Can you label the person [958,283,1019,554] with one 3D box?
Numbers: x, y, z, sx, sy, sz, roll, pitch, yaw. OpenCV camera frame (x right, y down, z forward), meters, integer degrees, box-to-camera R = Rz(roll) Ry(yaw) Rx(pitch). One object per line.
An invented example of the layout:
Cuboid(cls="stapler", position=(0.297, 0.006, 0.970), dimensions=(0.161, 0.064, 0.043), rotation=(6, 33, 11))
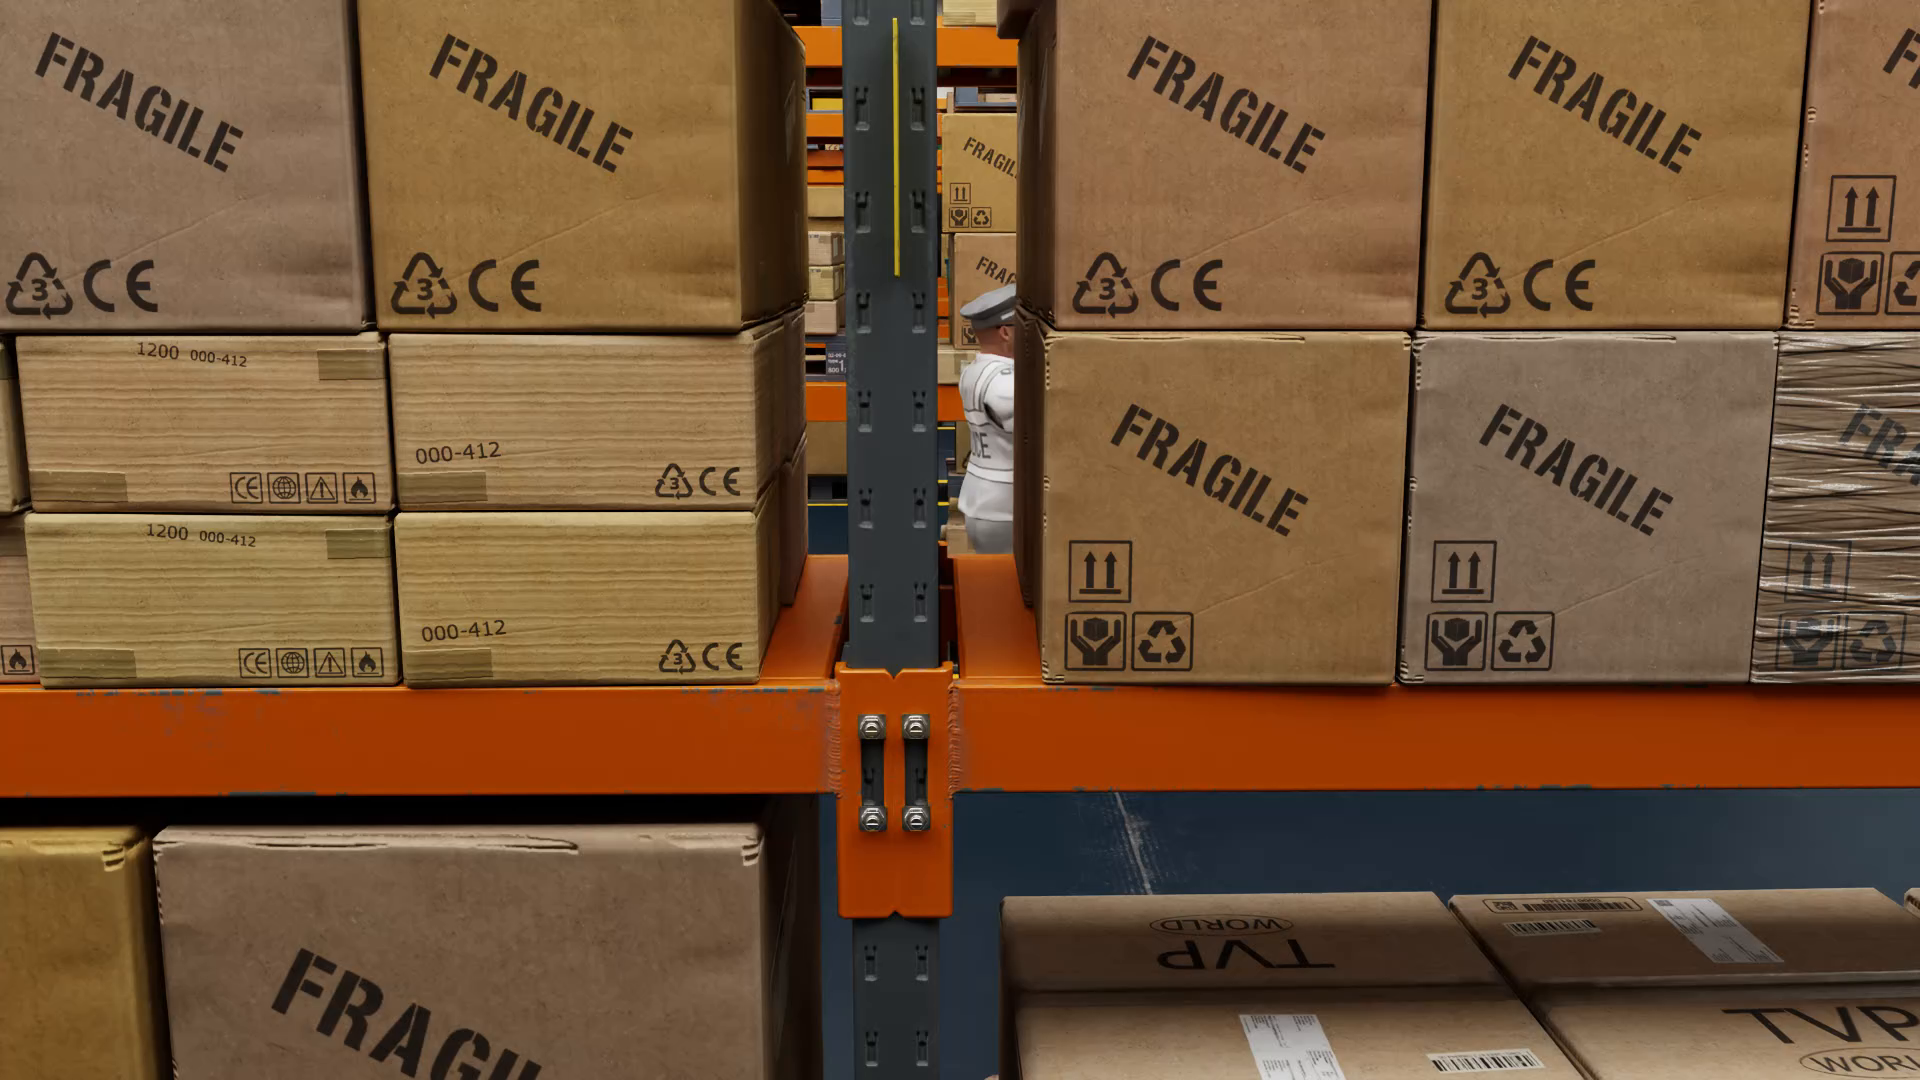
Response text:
Cuboid(cls="person", position=(0.282, -0.088, 6.339), dimensions=(0.564, 1.767, 0.494), rotation=(-2, 11, -13))
